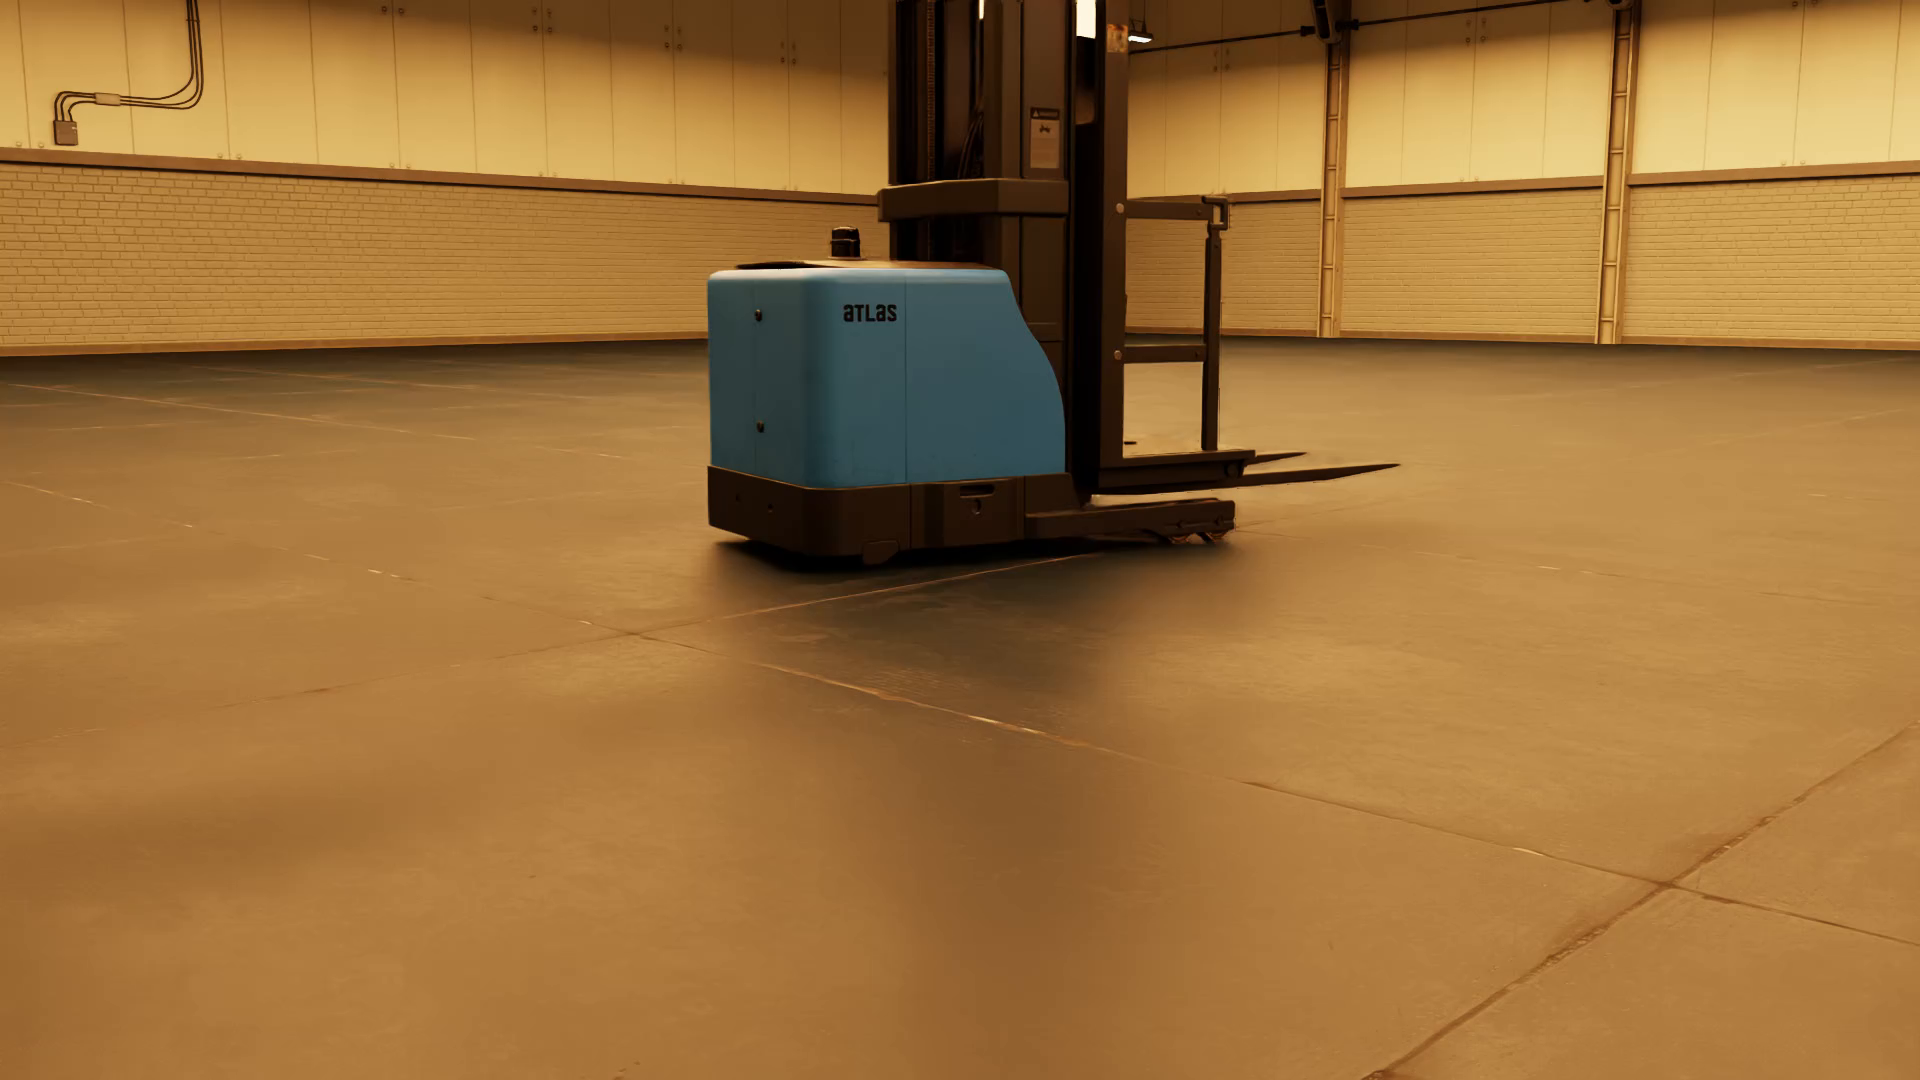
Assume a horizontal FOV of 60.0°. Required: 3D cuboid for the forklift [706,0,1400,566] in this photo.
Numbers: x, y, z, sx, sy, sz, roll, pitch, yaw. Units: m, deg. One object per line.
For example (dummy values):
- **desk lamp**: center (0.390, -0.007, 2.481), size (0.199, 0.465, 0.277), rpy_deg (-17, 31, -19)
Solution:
- **forklift**: center (0.520, -1.497, 6.814), size (3.031, 2.935, 1.130), rpy_deg (-5, 10, -31)
